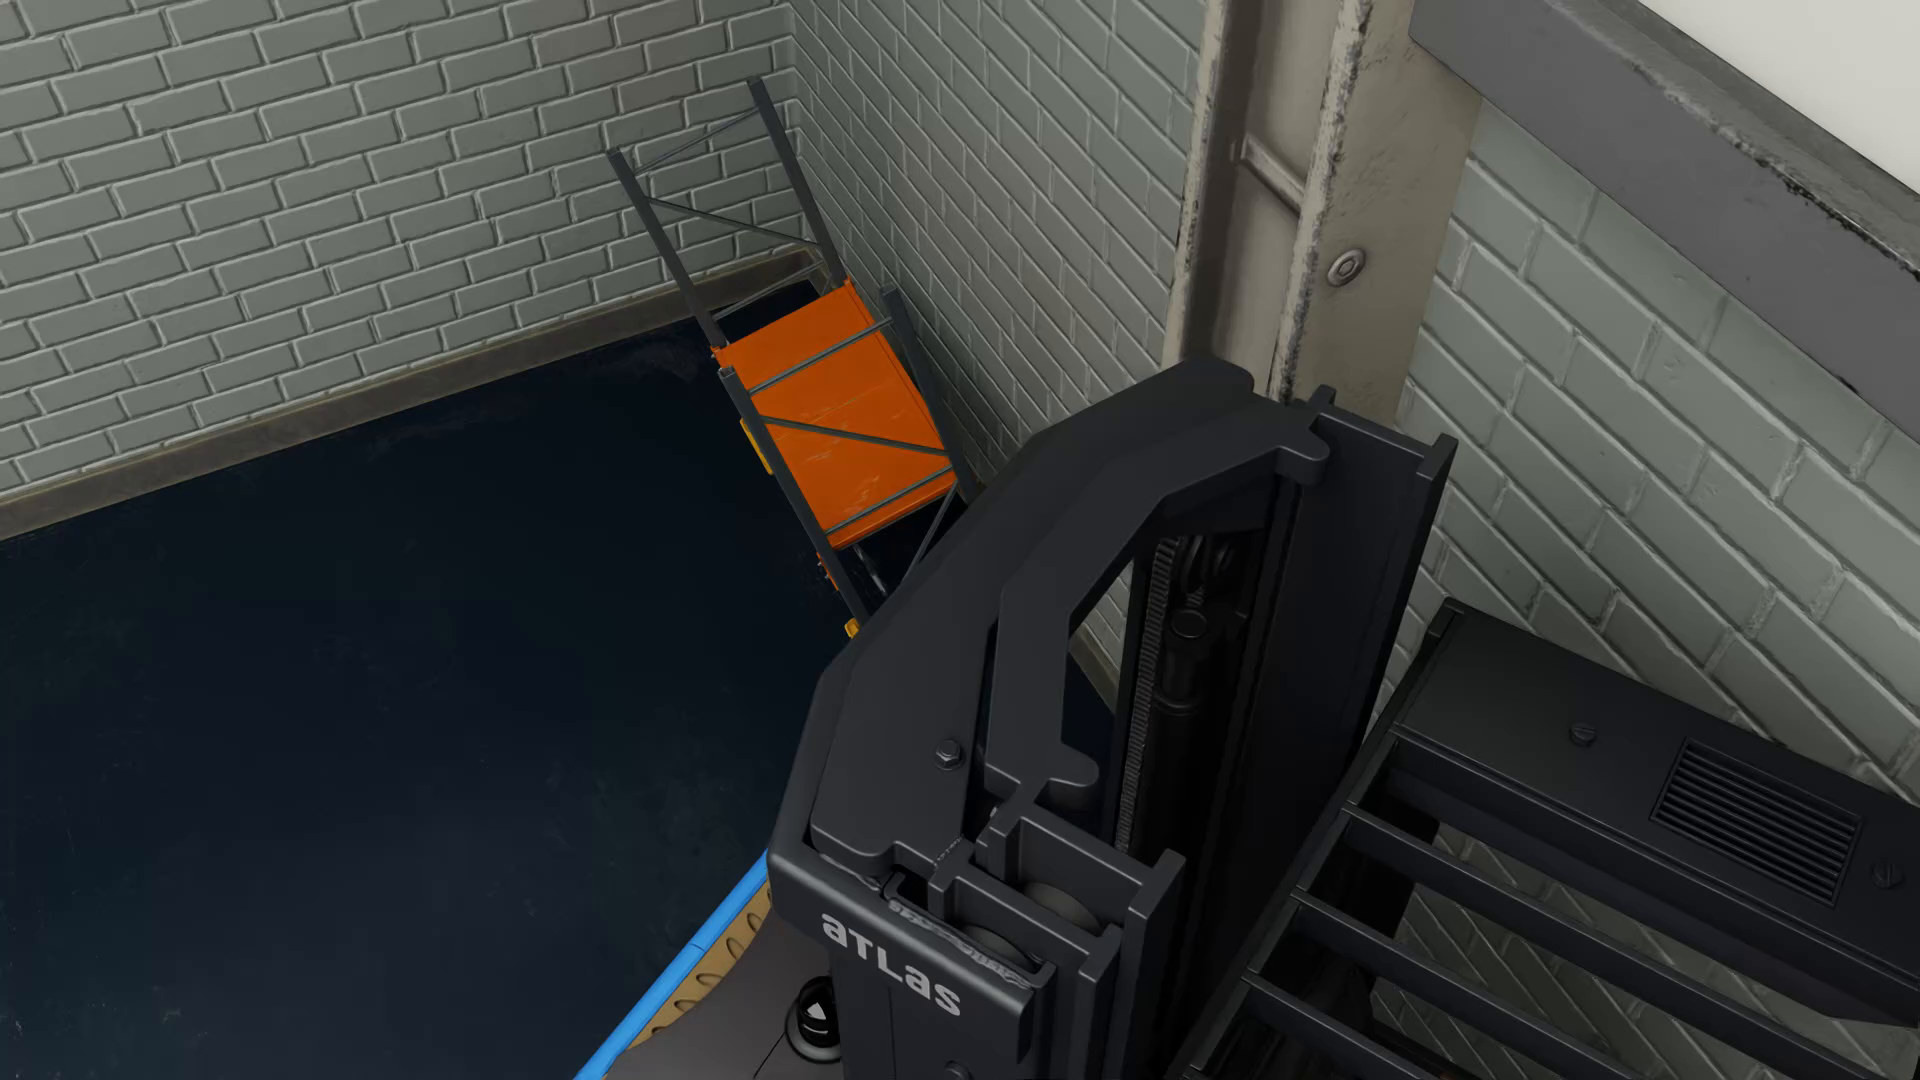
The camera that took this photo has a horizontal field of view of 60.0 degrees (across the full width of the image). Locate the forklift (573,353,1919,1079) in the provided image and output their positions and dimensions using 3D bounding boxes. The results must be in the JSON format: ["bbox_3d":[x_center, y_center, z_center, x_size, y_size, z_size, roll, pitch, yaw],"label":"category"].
[{"bbox_3d":[0.657,1.220,2.736,3.031,2.935,1.130,26,54,21],"label":"forklift"}]

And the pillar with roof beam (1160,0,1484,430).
[{"bbox_3d":[-3.180,-0.498,0.207,9.100,9.000,0.400,-21,52,-18],"label":"pillar with roof beam"}]

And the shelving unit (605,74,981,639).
[{"bbox_3d":[-0.414,-0.466,5.092,0.587,1.500,1.083,-28,53,-4],"label":"shelving unit"}]

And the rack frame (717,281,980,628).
[{"bbox_3d":[-0.203,-0.112,4.780,0.500,1.500,0.032,-28,53,-4],"label":"rack frame"}]

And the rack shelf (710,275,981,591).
[{"bbox_3d":[-0.367,-0.360,5.230,0.538,0.185,1.000,-28,53,-4],"label":"rack shelf"}]

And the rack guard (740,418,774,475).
[{"bbox_3d":[-0.467,-0.460,5.890,0.587,0.250,0.087,-28,53,-4],"label":"rack guard"}]

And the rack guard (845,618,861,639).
[{"bbox_3d":[-0.061,0.223,5.289,0.587,0.250,0.087,-28,53,-4],"label":"rack guard"}]

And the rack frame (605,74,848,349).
[{"bbox_3d":[-0.618,-0.809,5.393,0.500,1.500,0.032,-28,53,-4],"label":"rack frame"}]
